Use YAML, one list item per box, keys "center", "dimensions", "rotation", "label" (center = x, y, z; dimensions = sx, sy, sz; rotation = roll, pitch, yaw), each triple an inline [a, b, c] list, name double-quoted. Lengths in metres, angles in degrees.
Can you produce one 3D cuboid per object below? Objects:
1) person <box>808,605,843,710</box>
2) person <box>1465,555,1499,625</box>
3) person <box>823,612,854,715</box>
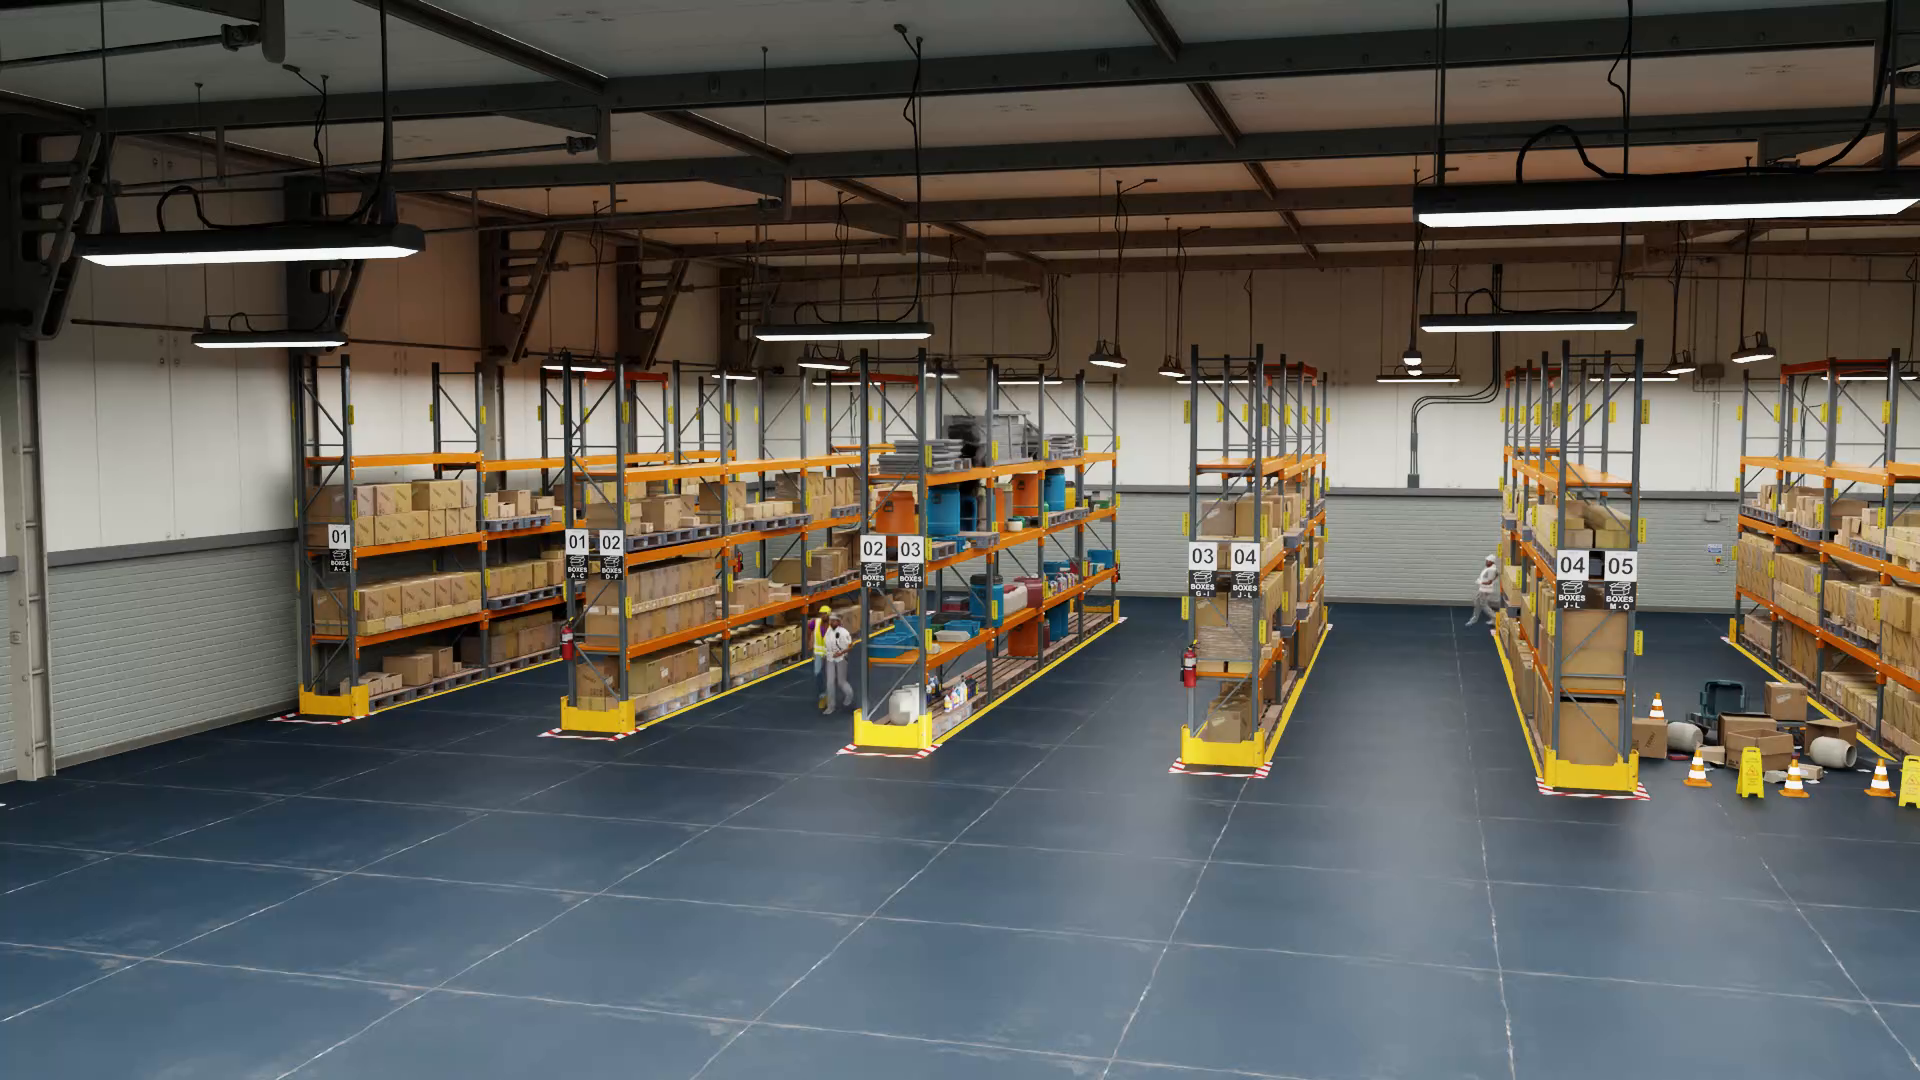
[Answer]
- center: [-2.297, 1.998, 28.477]
  dimensions: [0.729, 1.790, 0.833]
  rotation: [1, 4, 9]
  label: "person"
- center: [12.332, 1.201, 39.233]
  dimensions: [0.766, 1.754, 0.802]
  rotation: [1, 5, 18]
  label: "person"
- center: [-2.041, 2.042, 27.942]
  dimensions: [0.573, 1.691, 0.838]
  rotation: [2, 5, 24]
  label: "person"
